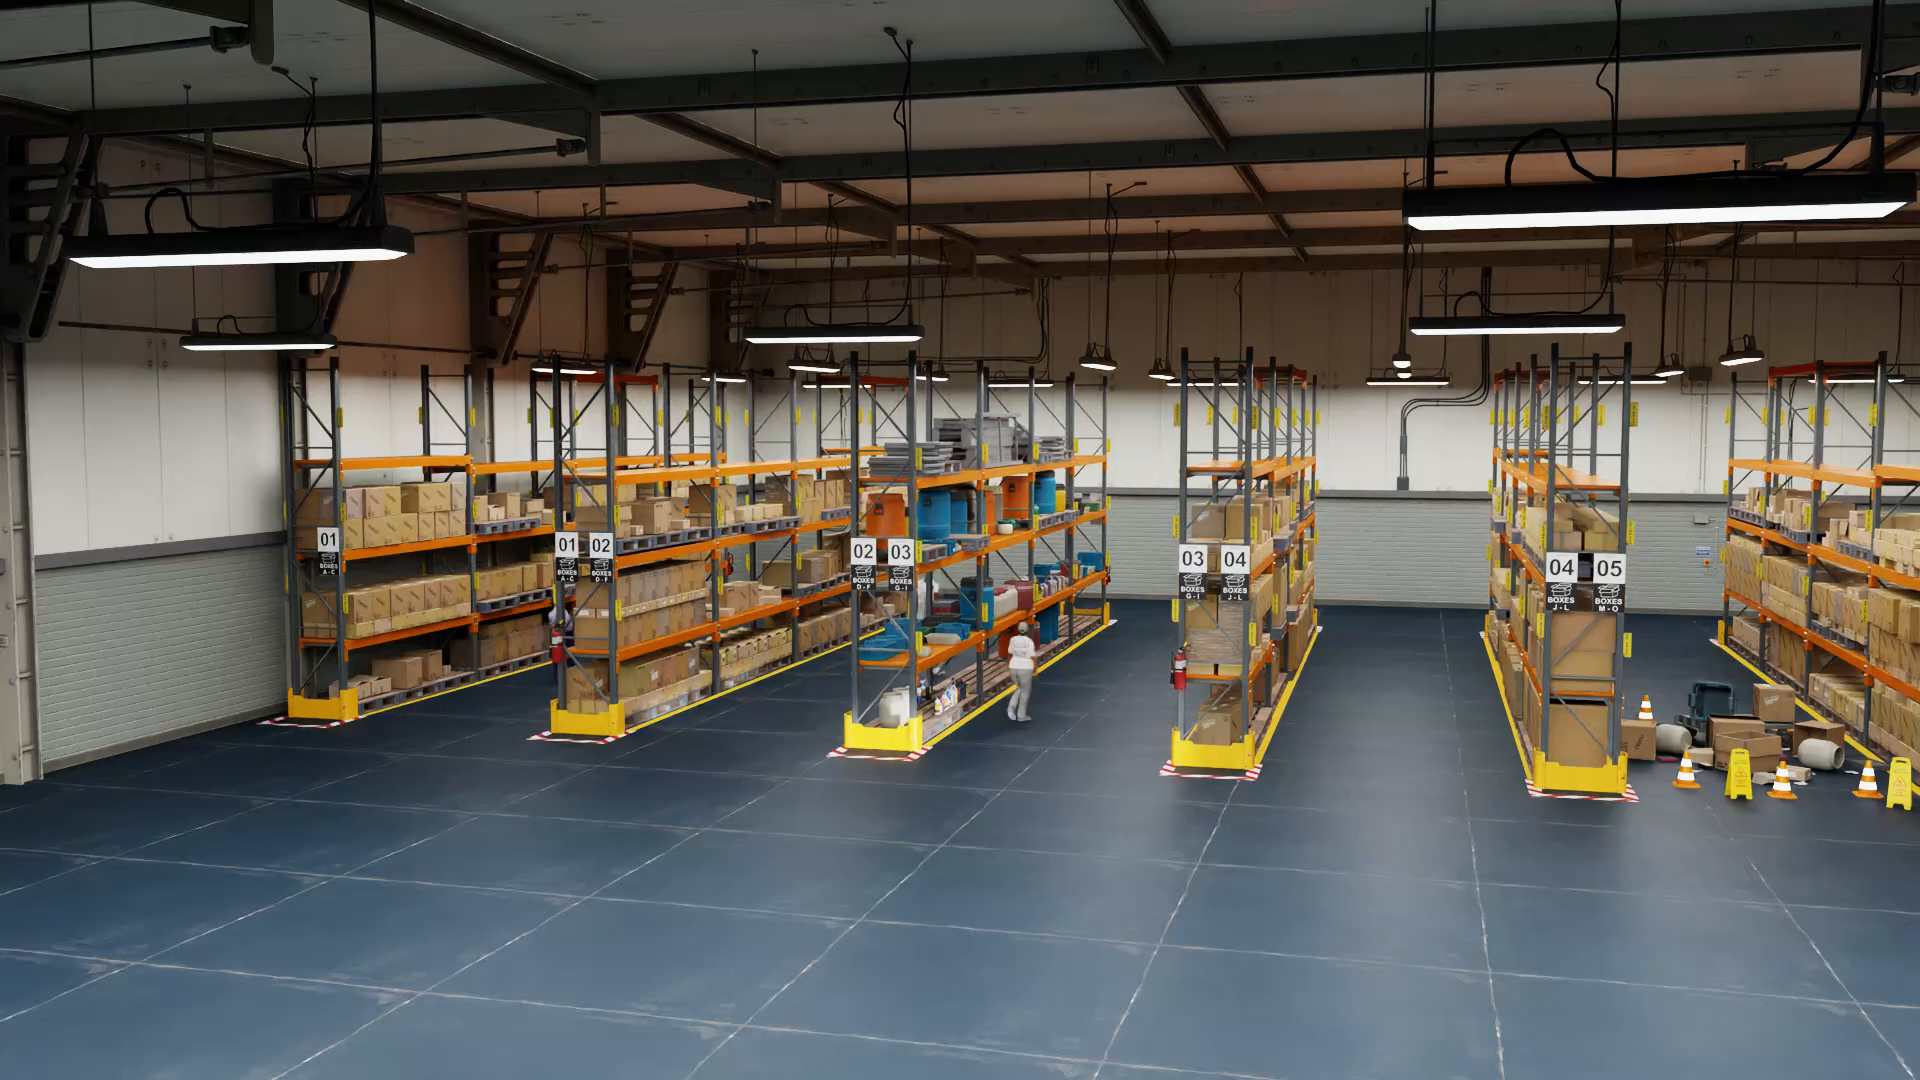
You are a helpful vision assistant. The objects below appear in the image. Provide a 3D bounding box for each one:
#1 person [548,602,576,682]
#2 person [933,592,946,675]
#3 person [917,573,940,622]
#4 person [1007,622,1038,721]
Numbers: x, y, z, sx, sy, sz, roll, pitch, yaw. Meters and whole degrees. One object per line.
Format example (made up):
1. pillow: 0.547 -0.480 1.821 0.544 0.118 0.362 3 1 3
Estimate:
1. person: -7.498 1.884 31.501 0.570 1.640 0.496 -4 6 -41
2. person: -0.436 1.813 32.372 0.345 1.607 0.514 -3 5 -32
3. person: -0.752 1.484 36.322 0.659 1.768 0.995 1 4 14
4. person: 1.050 2.159 27.346 0.455 1.658 0.488 -4 6 -41
